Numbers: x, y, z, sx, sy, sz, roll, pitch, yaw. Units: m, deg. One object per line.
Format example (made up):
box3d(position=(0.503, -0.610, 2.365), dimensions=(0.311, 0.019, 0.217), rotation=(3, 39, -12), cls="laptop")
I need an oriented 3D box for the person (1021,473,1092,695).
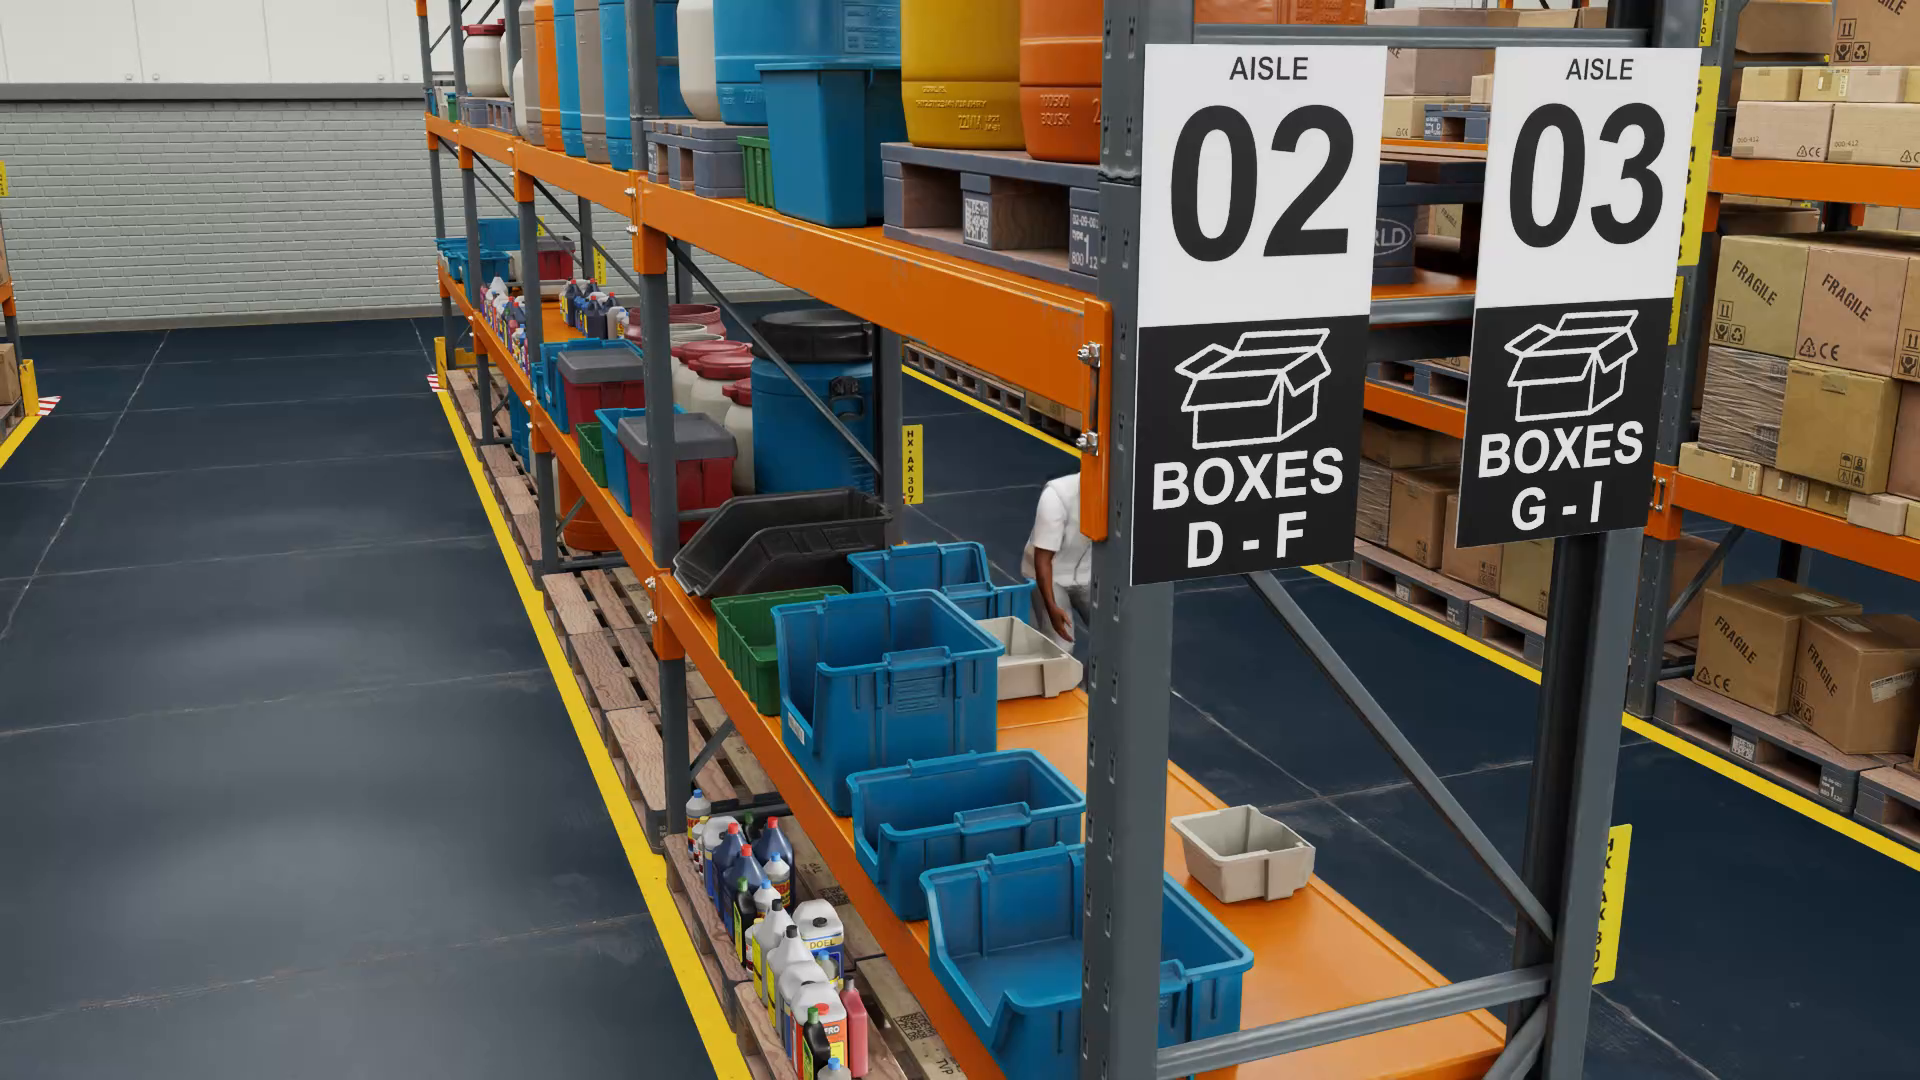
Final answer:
box3d(position=(0.622, 0.229, 8.172), dimensions=(0.628, 1.490, 0.708), rotation=(-6, 16, -20), cls="person")
